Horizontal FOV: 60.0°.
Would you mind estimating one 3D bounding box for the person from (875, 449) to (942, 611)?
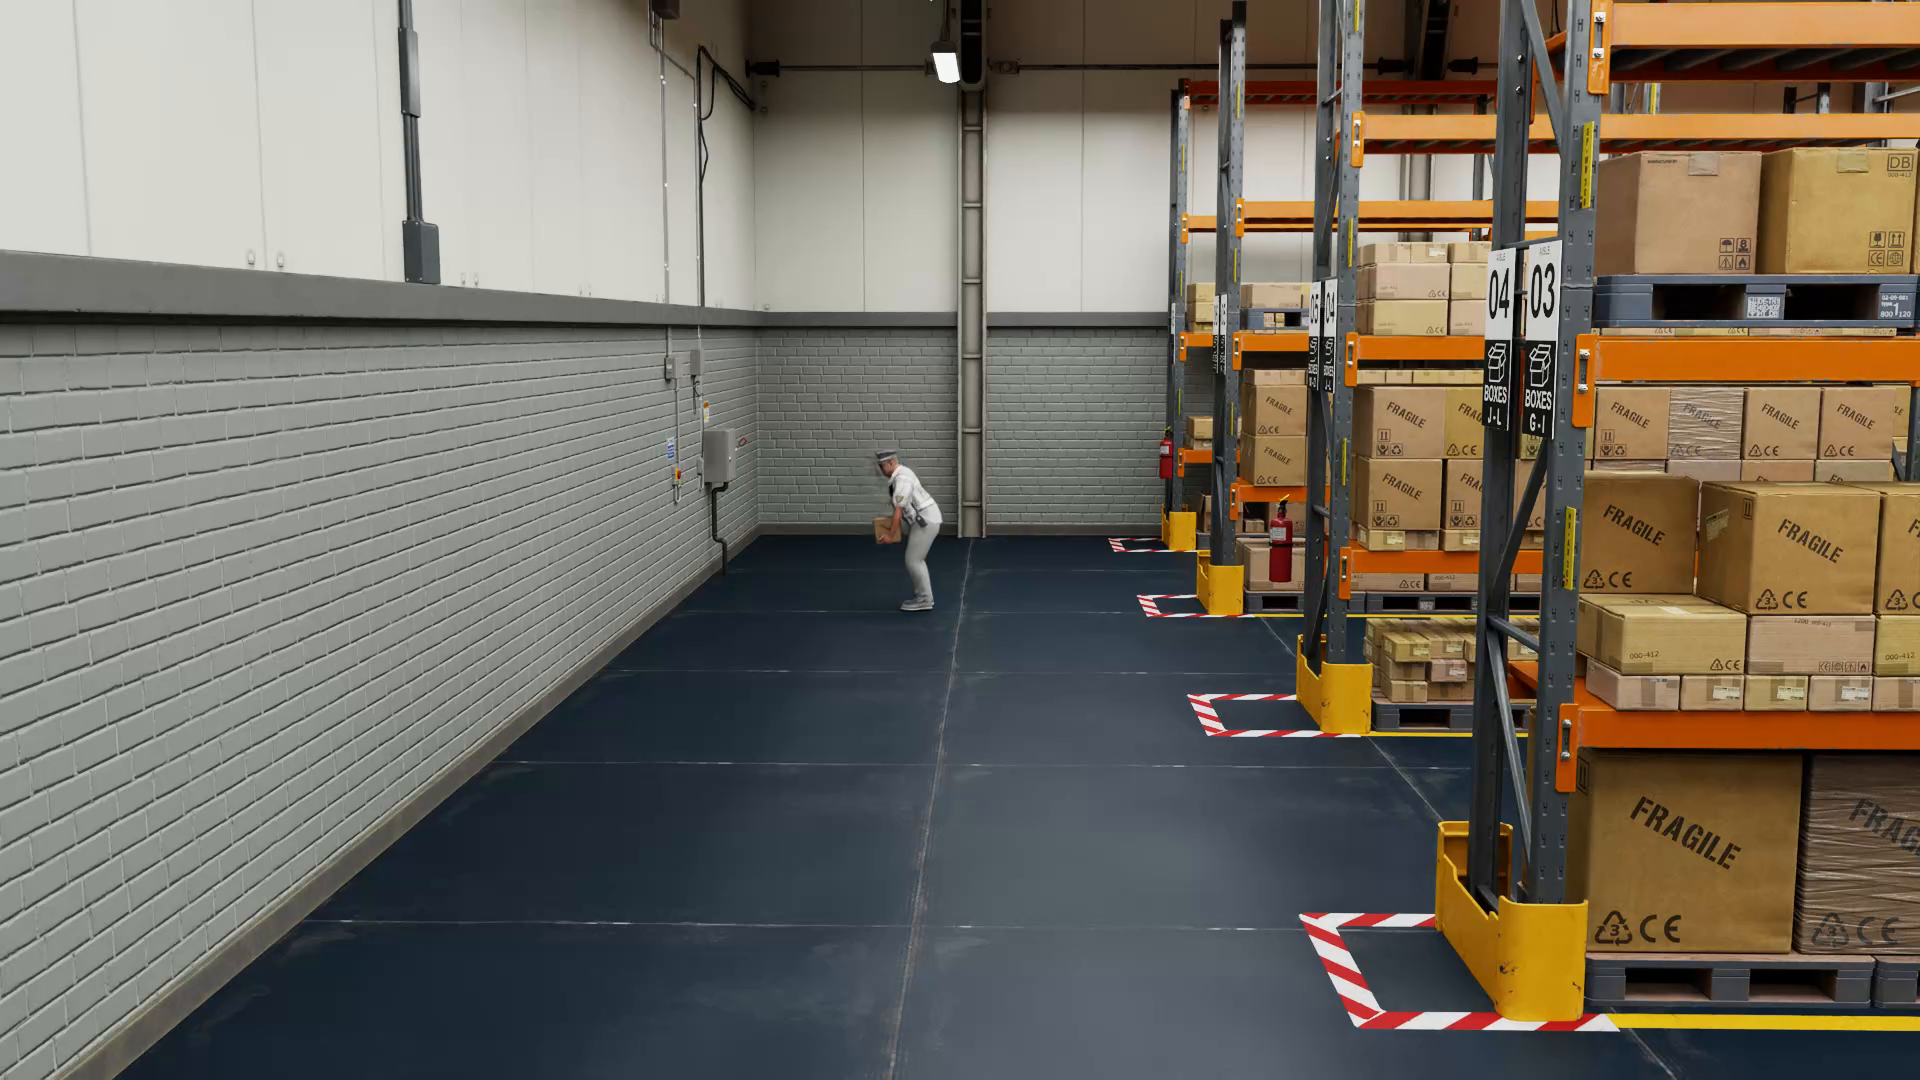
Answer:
[{"bbox_3d":[-0.523,-0.107,17.036,0.686,1.650,0.474,0,7,0],"label":"person"}]
